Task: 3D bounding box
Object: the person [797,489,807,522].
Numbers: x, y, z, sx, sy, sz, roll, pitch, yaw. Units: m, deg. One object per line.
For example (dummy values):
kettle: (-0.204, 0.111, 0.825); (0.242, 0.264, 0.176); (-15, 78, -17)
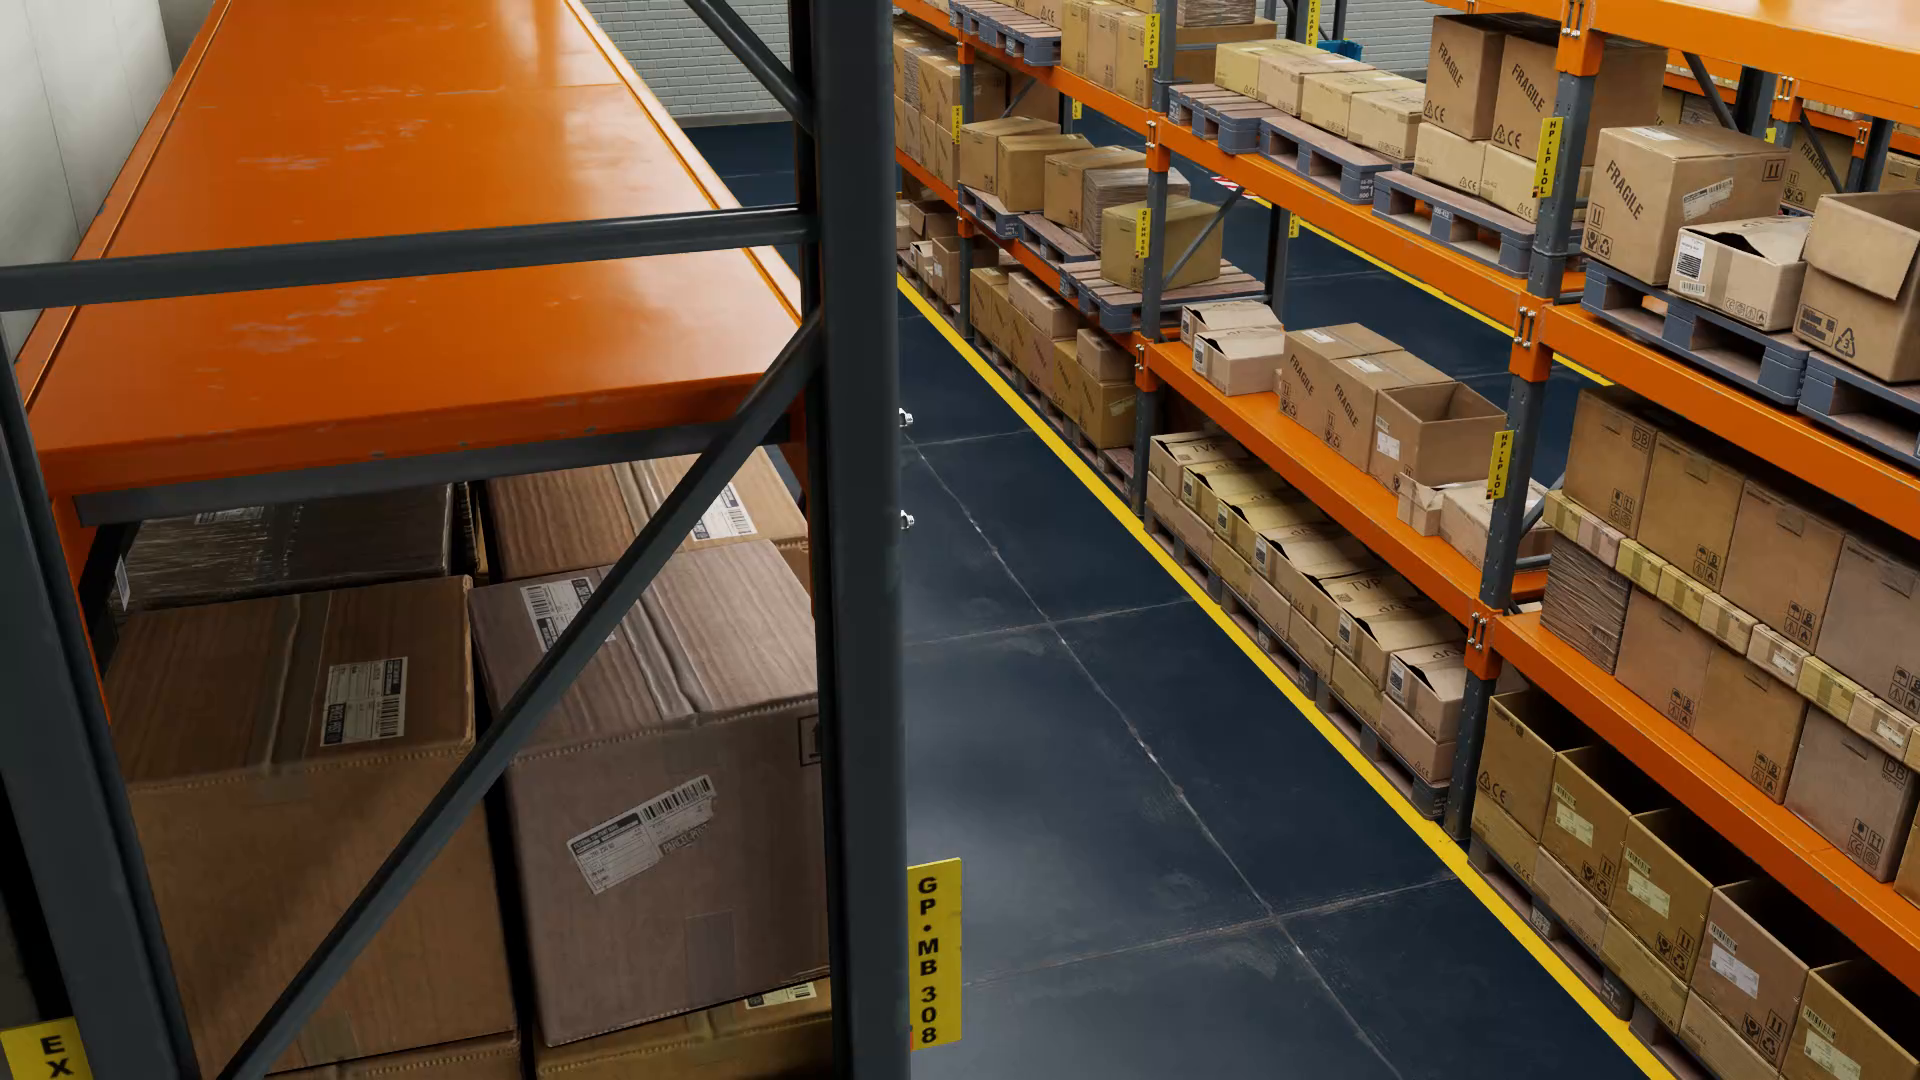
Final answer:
person: (-0.796, -0.030, 9.453); (0.429, 1.772, 0.643); (-9, 28, -19)
